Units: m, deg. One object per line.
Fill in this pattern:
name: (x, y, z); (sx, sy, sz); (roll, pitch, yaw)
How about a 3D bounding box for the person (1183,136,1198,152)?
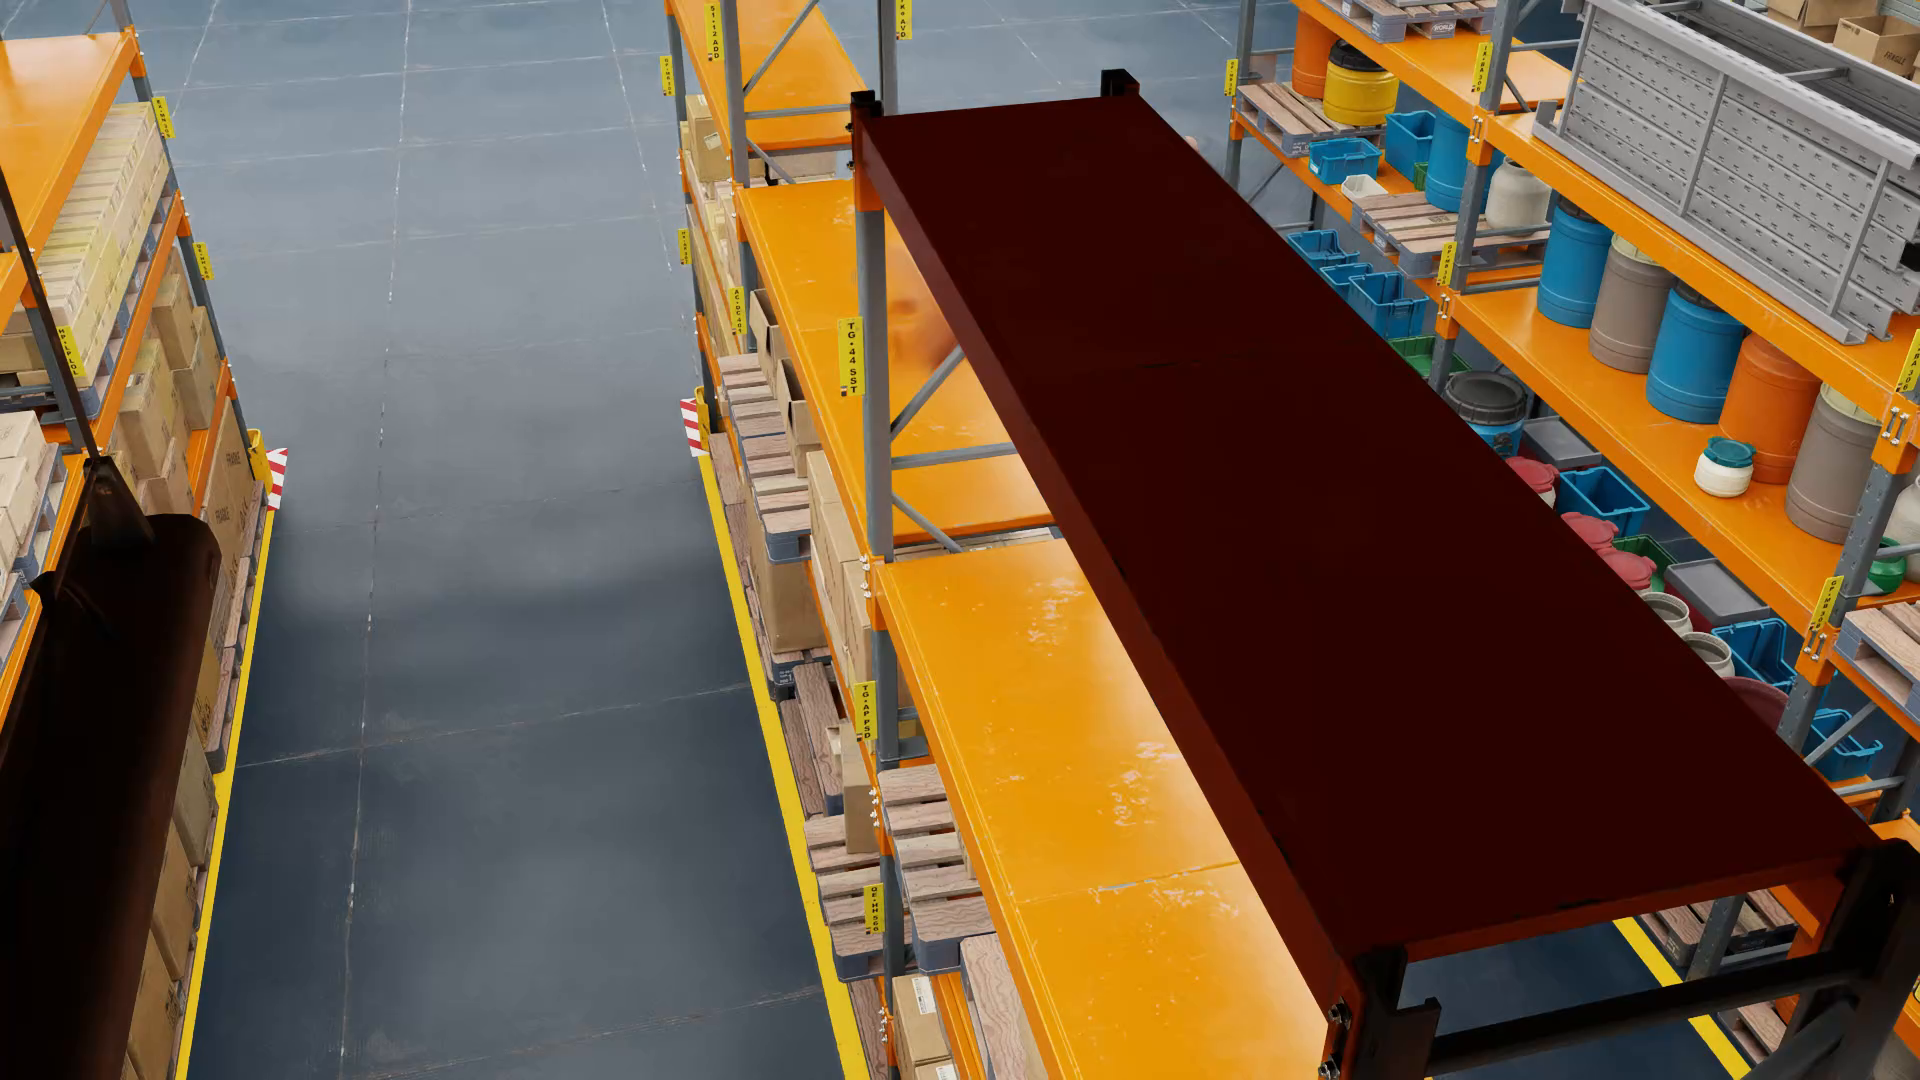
person: (2.310, -3.281, 17.477); (0.940, 1.596, 0.717); (12, 36, 17)
